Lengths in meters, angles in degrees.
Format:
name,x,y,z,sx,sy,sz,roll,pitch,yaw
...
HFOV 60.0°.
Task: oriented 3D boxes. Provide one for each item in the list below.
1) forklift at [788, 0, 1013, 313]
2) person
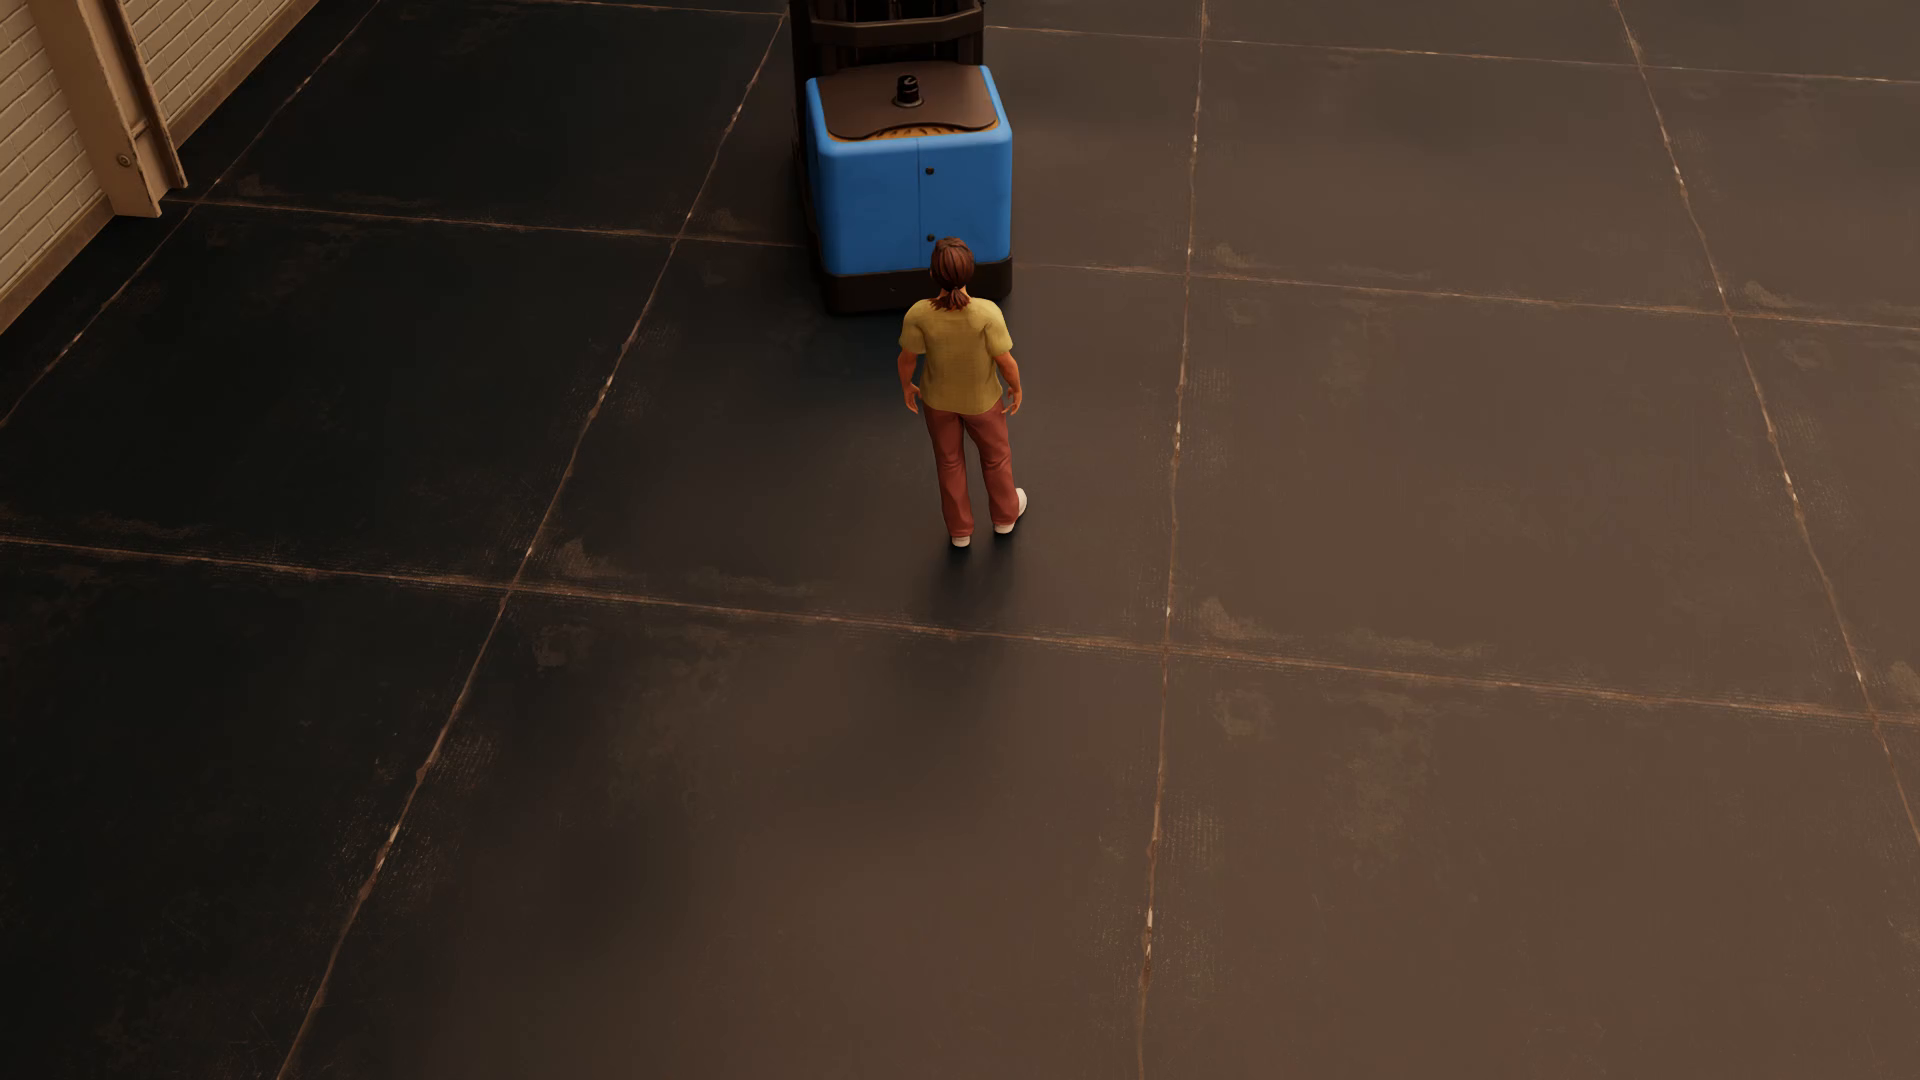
name,x,y,z,sx,sy,sz,roll,pitch,yaw
forklift,-0.451,-3.331,9.350,1.130,2.935,3.031,-6,43,-7
person,0.020,-0.671,7.372,0.555,1.675,0.549,5,43,6
